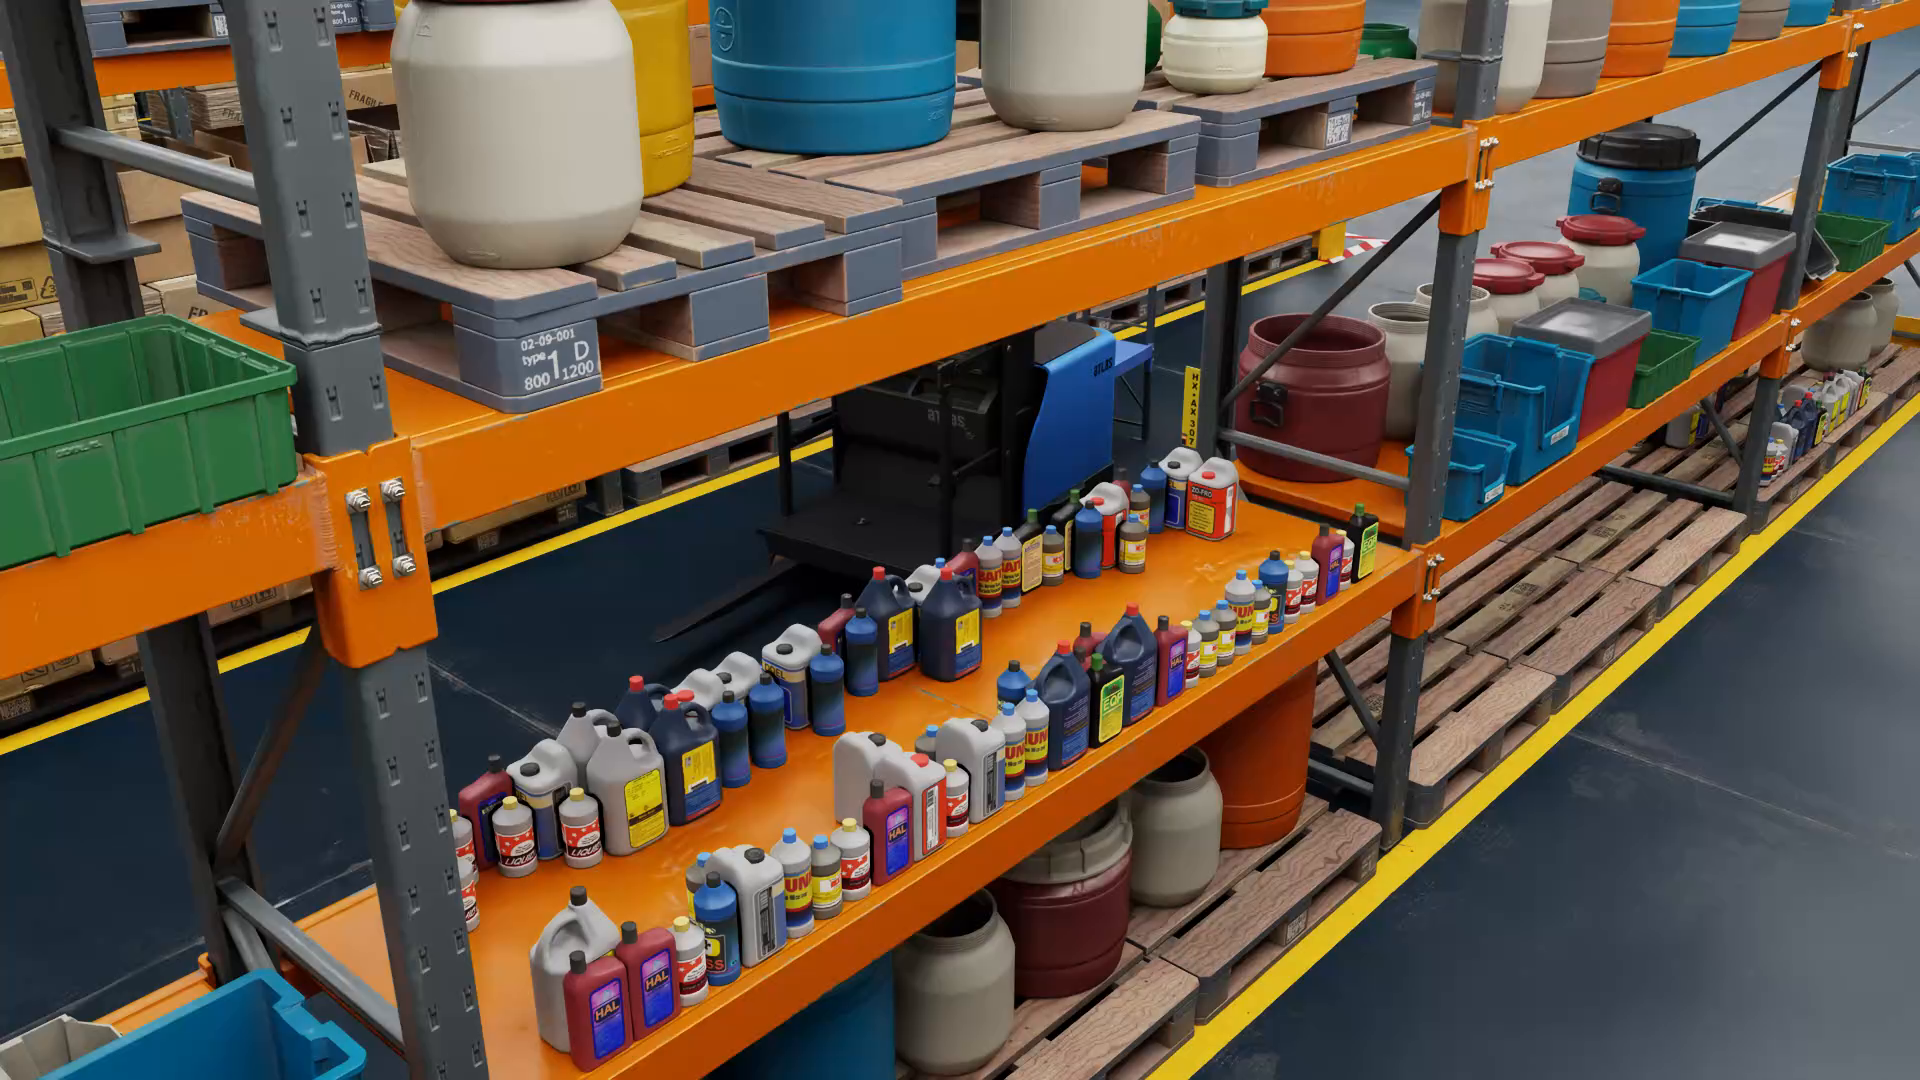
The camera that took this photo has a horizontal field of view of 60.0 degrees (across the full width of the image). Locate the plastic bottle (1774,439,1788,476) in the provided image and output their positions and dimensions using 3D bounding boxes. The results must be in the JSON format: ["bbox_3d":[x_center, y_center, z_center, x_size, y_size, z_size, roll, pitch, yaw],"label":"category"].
[{"bbox_3d":[4.680,-0.477,9.531,0.097,0.201,0.097,0,24,0],"label":"plastic bottle"}]

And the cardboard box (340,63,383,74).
[{"bbox_3d":[-4.995,-3.980,13.117,0.700,0.500,0.500,20,31,37],"label":"cardboard box"}]

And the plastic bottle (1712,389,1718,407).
[{"bbox_3d":[4.658,-0.887,10.345,0.061,0.283,0.133,20,31,38],"label":"plastic bottle"}]

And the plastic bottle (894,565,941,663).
[{"bbox_3d":[-0.119,0.227,5.229,0.152,0.276,0.135,20,31,38],"label":"plastic bottle"}]

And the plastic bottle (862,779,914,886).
[{"bbox_3d":[-0.179,0.711,4.141,0.061,0.283,0.133,20,31,38],"label":"plastic bottle"}]

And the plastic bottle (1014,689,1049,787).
[{"bbox_3d":[0.194,0.535,4.549,0.097,0.271,0.097,0,24,0],"label":"plastic bottle"}]

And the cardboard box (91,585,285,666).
[{"bbox_3d":[-4.014,-0.124,7.945,1.225,0.875,0.875,19,30,36],"label":"cardboard box"}]

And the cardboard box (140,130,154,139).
[{"bbox_3d":[-8.351,-3.972,17.142,0.950,0.372,0.625,21,32,39],"label":"cardboard box"}]

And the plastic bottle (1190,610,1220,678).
[{"bbox_3d":[0.749,0.313,5.128,0.097,0.201,0.097,0,24,0],"label":"plastic bottle"}]

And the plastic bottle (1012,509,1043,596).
[{"bbox_3d":[0.220,0.041,5.635,0.061,0.283,0.133,20,31,38],"label":"plastic bottle"}]

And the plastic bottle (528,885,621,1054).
[{"bbox_3d":[-0.831,0.915,3.604,0.144,0.351,0.185,20,31,38],"label":"plastic bottle"}]

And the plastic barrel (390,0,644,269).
[{"bbox_3d":[-0.796,-0.791,3.002,0.433,0.535,0.433,0,24,0],"label":"plastic barrel"}]

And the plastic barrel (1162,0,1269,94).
[{"bbox_3d":[0.729,-1.426,4.754,0.301,0.262,0.301,0,24,0],"label":"plastic barrel"}]

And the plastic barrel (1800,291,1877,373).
[{"bbox_3d":[5.958,-1.415,11.268,0.421,0.512,0.421,0,24,0],"label":"plastic barrel"}]

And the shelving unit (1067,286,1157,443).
[{"bbox_3d":[0.719,-1.193,10.077,0.538,1.500,1.048,15,28,30],"label":"shelving unit"}]

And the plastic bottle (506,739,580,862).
[{"bbox_3d":[-1.068,0.660,4.263,0.152,0.276,0.135,20,31,38],"label":"plastic bottle"}]

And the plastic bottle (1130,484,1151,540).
[{"bbox_3d":[0.643,-0.104,6.058,0.097,0.201,0.097,0,24,0],"label":"plastic bottle"}]

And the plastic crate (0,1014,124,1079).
[{"bbox_3d":[-1.751,1.119,3.337,0.396,0.136,0.243,20,31,38],"label":"plastic crate"}]

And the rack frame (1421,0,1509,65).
[{"bbox_3d":[1.336,-3.033,5.015,1.000,3.000,0.127,20,31,38],"label":"rack frame"}]

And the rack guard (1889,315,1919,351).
[{"bbox_3d":[6.659,-1.556,12.110,1.175,0.500,0.348,20,31,38],"label":"rack guard"}]

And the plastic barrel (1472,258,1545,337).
[{"bbox_3d":[2.425,-0.989,7.624,0.433,0.535,0.433,0,24,0],"label":"plastic barrel"}]

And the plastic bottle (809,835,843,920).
[{"bbox_3d":[-0.334,0.808,4.025,0.097,0.201,0.097,0,24,0],"label":"plastic bottle"}]

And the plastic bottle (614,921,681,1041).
[{"bbox_3d":[-0.682,0.941,3.629,0.061,0.283,0.133,20,31,38],"label":"plastic bottle"}]

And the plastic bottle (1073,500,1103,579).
[{"bbox_3d":[0.445,-0.008,5.758,0.097,0.271,0.097,0,24,0],"label":"plastic bottle"}]

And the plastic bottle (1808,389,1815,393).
[{"bbox_3d":[5.268,-0.834,10.326,0.097,0.201,0.097,0,24,0],"label":"plastic bottle"}]

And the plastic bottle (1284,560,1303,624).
[{"bbox_3d":[1.074,0.165,5.459,0.097,0.201,0.097,0,24,0],"label":"plastic bottle"}]

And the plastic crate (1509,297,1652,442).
[{"bbox_3d":[2.642,-0.734,7.141,0.402,0.464,0.583,20,31,38],"label":"plastic crate"}]

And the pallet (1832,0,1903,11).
[{"bbox_3d":[4.414,-3.043,8.936,1.213,0.211,1.003,20,31,38],"label":"pallet"}]

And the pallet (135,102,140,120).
[{"bbox_3d":[-11.225,-5.419,21.079,1.003,0.211,1.213,20,31,38],"label":"pallet"}]

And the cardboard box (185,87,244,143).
[{"bbox_3d":[-5.478,-3.142,12.469,0.500,0.500,0.500,21,31,38],"label":"cardboard box"}]

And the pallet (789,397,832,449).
[{"bbox_3d":[-1.016,-0.983,11.185,1.003,0.211,1.213,20,31,38],"label":"pallet"}]

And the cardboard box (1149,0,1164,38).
[{"bbox_3d":[1.139,-3.725,12.183,0.500,0.500,0.500,20,31,38],"label":"cardboard box"}]

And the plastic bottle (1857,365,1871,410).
[{"bbox_3d":[5.711,-0.974,10.539,0.061,0.283,0.133,21,32,39],"label":"plastic bottle"}]

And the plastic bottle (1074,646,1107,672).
[{"bbox_3d":[0.363,0.426,4.776,0.061,0.283,0.133,20,31,38],"label":"plastic bottle"}]

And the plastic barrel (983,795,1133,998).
[{"bbox_3d":[0.268,1.111,5.540,0.600,0.588,0.708,20,31,38],"label":"plastic barrel"}]

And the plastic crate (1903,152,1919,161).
[{"bbox_3d":[6.564,-2.431,11.187,0.499,0.251,0.616,20,31,38],"label":"plastic crate"}]

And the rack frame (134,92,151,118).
[{"bbox_3d":[-10.762,-6.927,21.033,1.000,3.000,0.127,20,31,38],"label":"rack frame"}]

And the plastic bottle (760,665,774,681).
[{"bbox_3d":[-0.584,0.457,4.808,0.097,0.201,0.097,0,24,0],"label":"plastic bottle"}]

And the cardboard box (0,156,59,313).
[{"bbox_3d":[-4.136,-1.335,7.214,0.797,0.503,0.637,21,31,38],"label":"cardboard box"}]

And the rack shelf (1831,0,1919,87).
[{"bbox_3d":[5.340,-3.164,9.853,1.077,0.370,4.000,20,31,38],"label":"rack shelf"}]

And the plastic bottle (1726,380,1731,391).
[{"bbox_3d":[5.004,-1.117,10.872,0.097,0.271,0.097,0,24,0],"label":"plastic bottle"}]

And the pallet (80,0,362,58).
[{"bbox_3d":[-3.487,-2.378,7.453,1.003,0.211,1.213,22,32,40],"label":"pallet"}]

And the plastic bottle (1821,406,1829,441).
[{"bbox_3d":[5.185,-0.708,10.046,0.097,0.201,0.097,0,24,0],"label":"plastic bottle"}]

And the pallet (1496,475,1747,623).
[{"bbox_3d":[3.510,0.008,8.974,1.003,0.211,1.213,20,31,38],"label":"pallet"}]

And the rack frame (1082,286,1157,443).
[{"bbox_3d":[0.995,-1.367,10.466,0.500,1.500,0.032,15,28,30],"label":"rack frame"}]

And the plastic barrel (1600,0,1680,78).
[{"bbox_3d":[2.482,-2.250,6.412,0.600,0.830,0.708,20,31,38],"label":"plastic barrel"}]

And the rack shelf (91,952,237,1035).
[{"bbox_3d":[-2.669,1.861,2.313,1.077,0.370,4.000,20,31,38],"label":"rack shelf"}]

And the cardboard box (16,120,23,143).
[{"bbox_3d":[-6.320,-2.808,11.277,0.380,0.149,0.250,21,32,39],"label":"cardboard box"}]

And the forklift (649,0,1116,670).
[{"bbox_3d":[-0.341,-1.122,8.169,1.130,2.935,3.031,15,28,30],"label":"forklift"}]

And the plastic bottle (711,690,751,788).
[{"bbox_3d":[-0.626,0.537,4.543,0.097,0.271,0.097,0,24,0],"label":"plastic bottle"}]
